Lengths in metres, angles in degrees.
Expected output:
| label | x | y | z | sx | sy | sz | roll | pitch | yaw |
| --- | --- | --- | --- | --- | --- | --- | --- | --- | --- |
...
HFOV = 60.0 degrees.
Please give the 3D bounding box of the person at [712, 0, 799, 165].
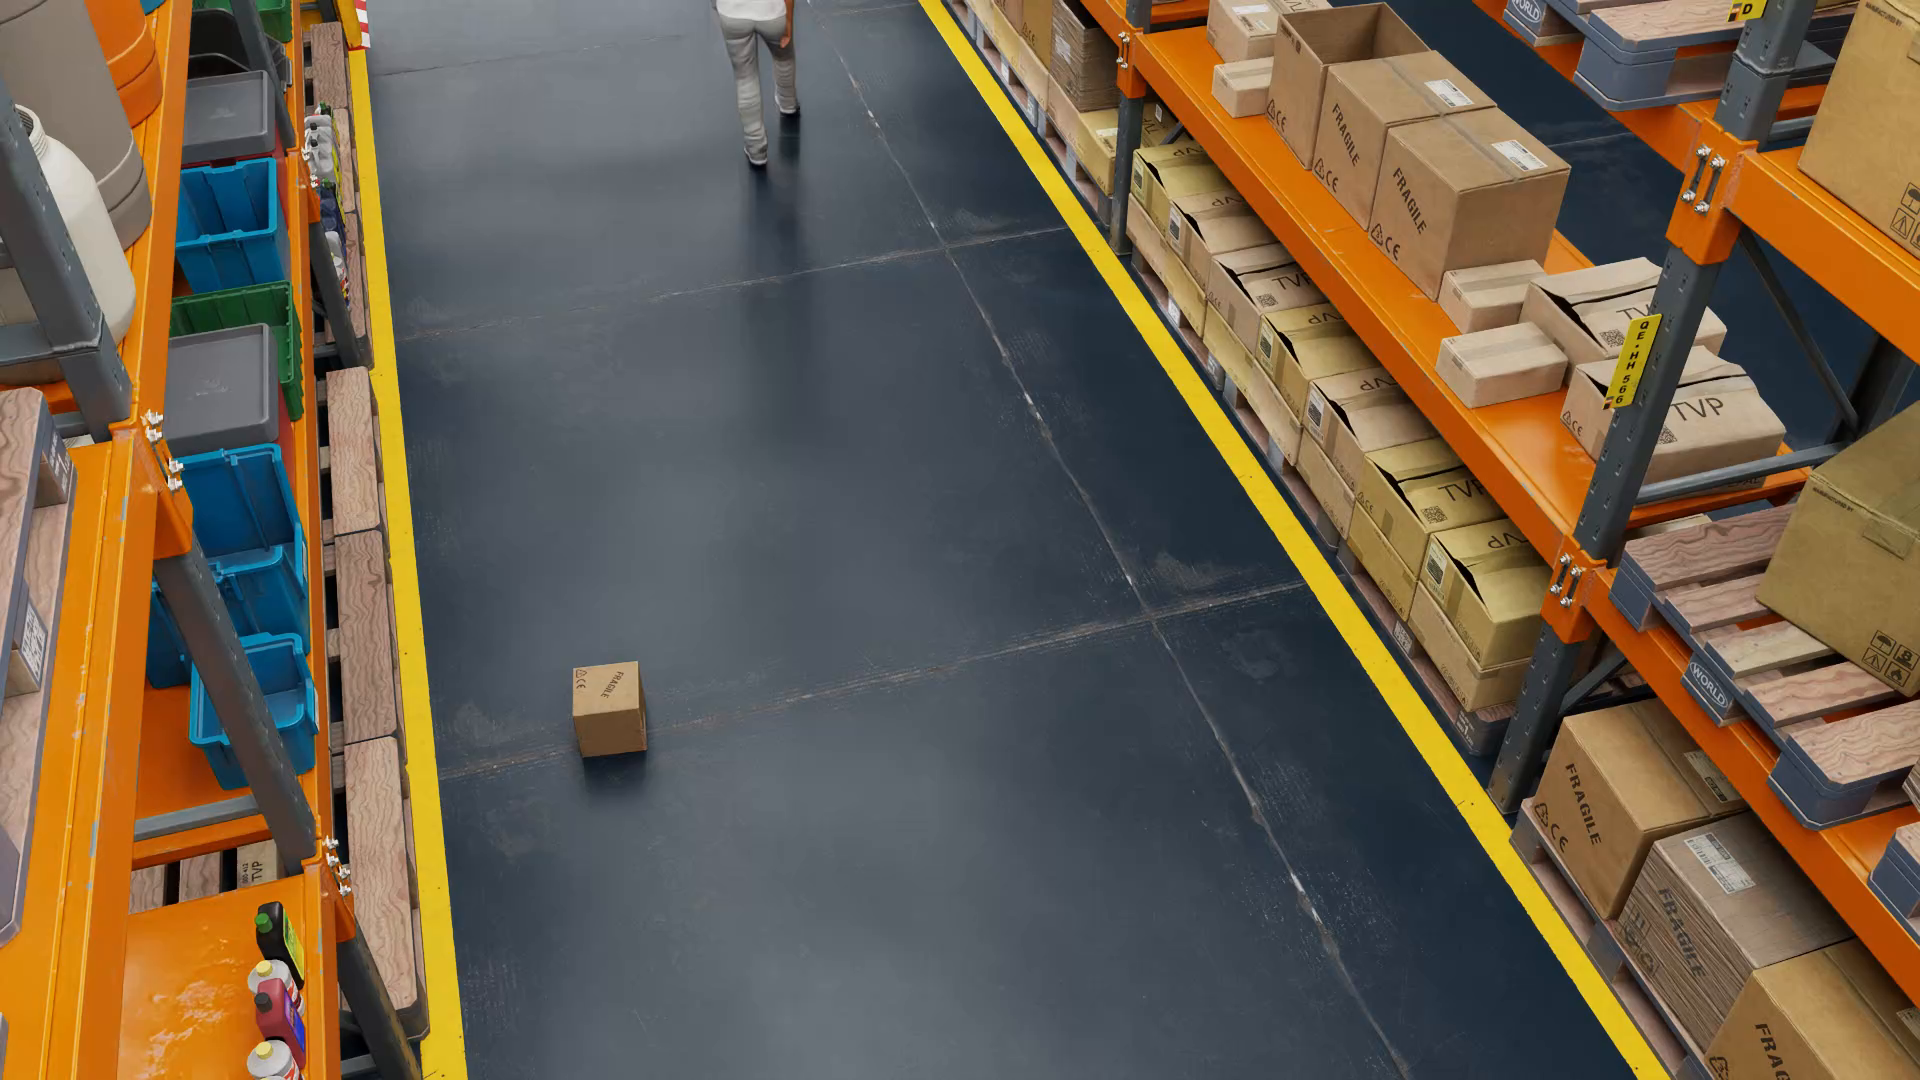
| label | x | y | z | sx | sy | sz | roll | pitch | yaw |
| --- | --- | --- | --- | --- | --- | --- | --- | --- | --- |
| person | -1.179 | -3.053 | 9.481 | 0.490 | 1.643 | 0.864 | -5 | 43 | -5 |
